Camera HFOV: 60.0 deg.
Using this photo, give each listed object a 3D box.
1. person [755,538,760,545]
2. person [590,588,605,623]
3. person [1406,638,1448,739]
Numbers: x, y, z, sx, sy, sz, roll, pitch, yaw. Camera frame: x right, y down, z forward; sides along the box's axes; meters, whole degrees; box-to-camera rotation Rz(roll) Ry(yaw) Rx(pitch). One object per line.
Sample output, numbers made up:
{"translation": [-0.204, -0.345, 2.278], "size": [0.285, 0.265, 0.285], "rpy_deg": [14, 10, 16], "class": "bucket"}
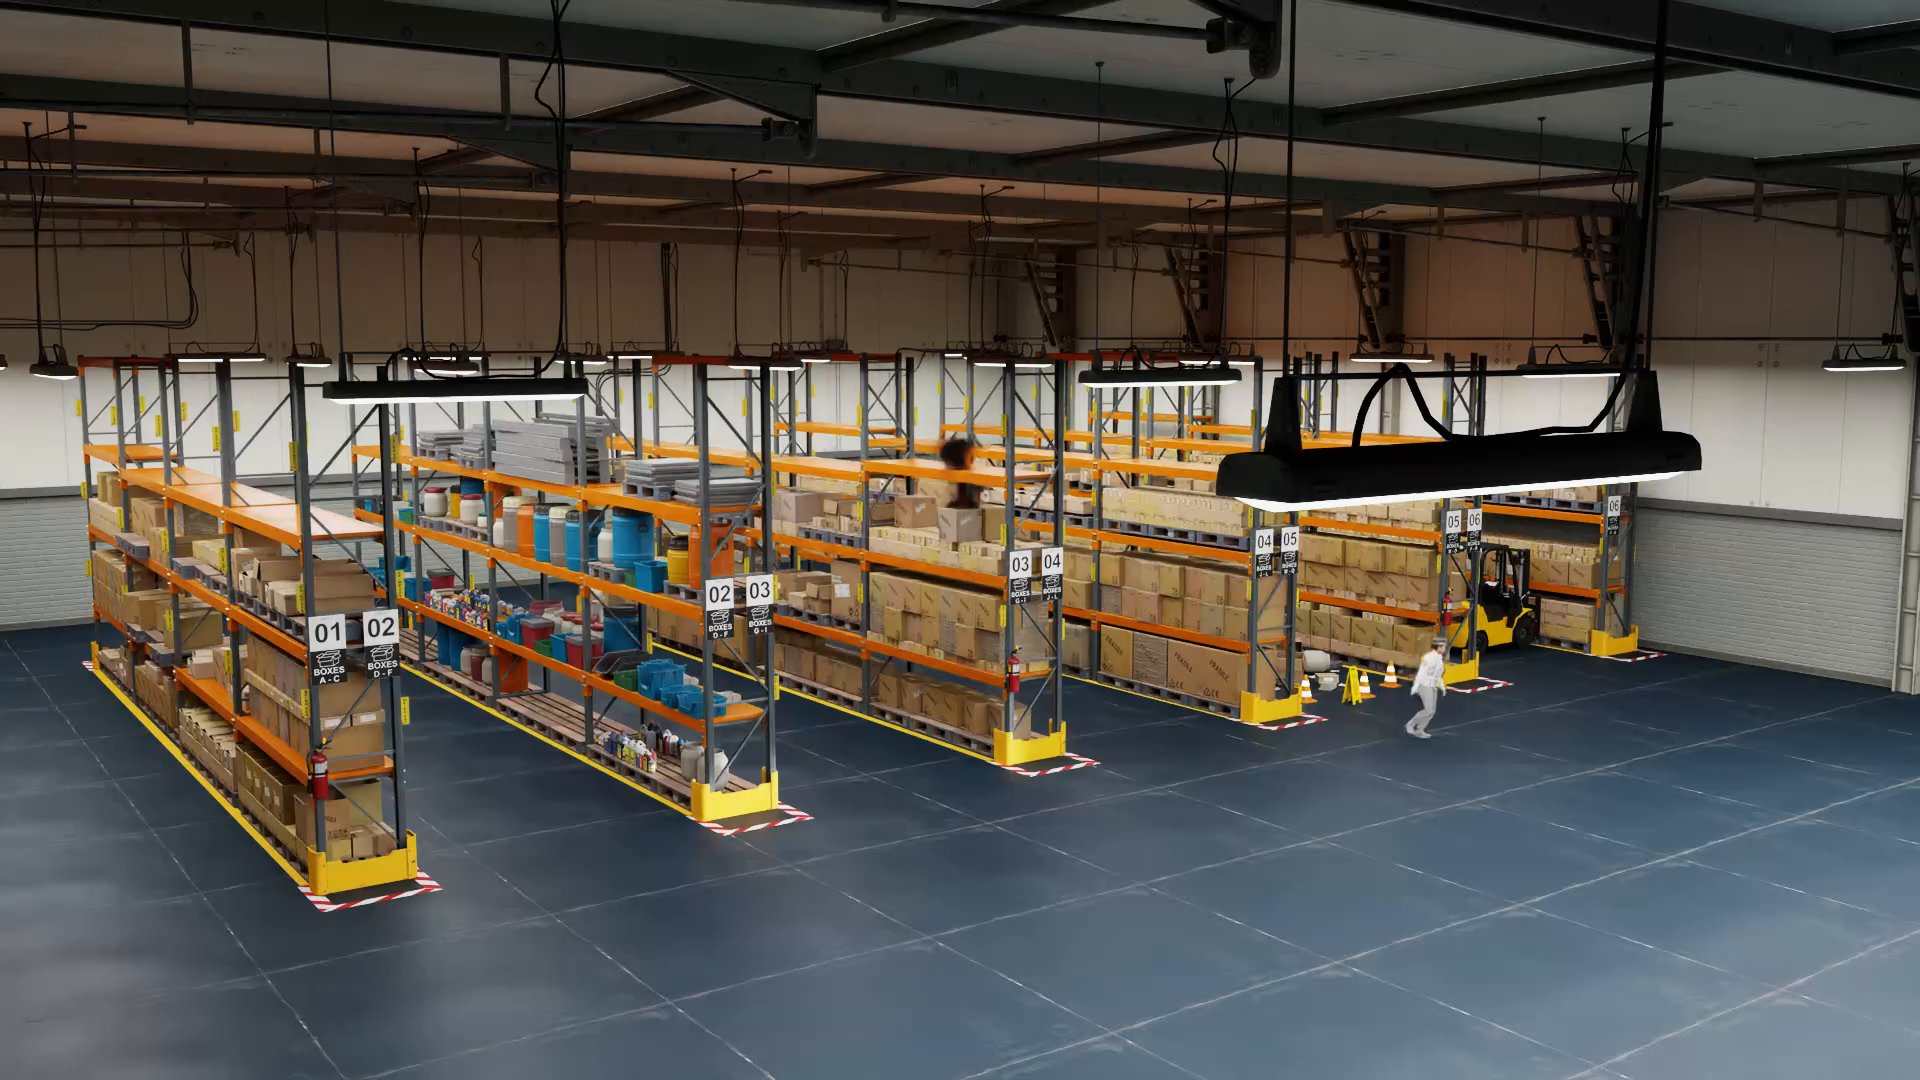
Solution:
{"translation": [-4.743, 0.765, 38.602], "size": [0.641, 1.764, 0.681], "rpy_deg": [-3, 8, -26], "class": "person"}
{"translation": [-7.288, 1.478, 33.207], "size": [0.529, 1.722, 0.839], "rpy_deg": [-5, 9, -38], "class": "person"}
{"translation": [7.395, 2.342, 26.345], "size": [0.568, 1.624, 0.619], "rpy_deg": [5, 8, 34], "class": "person"}
